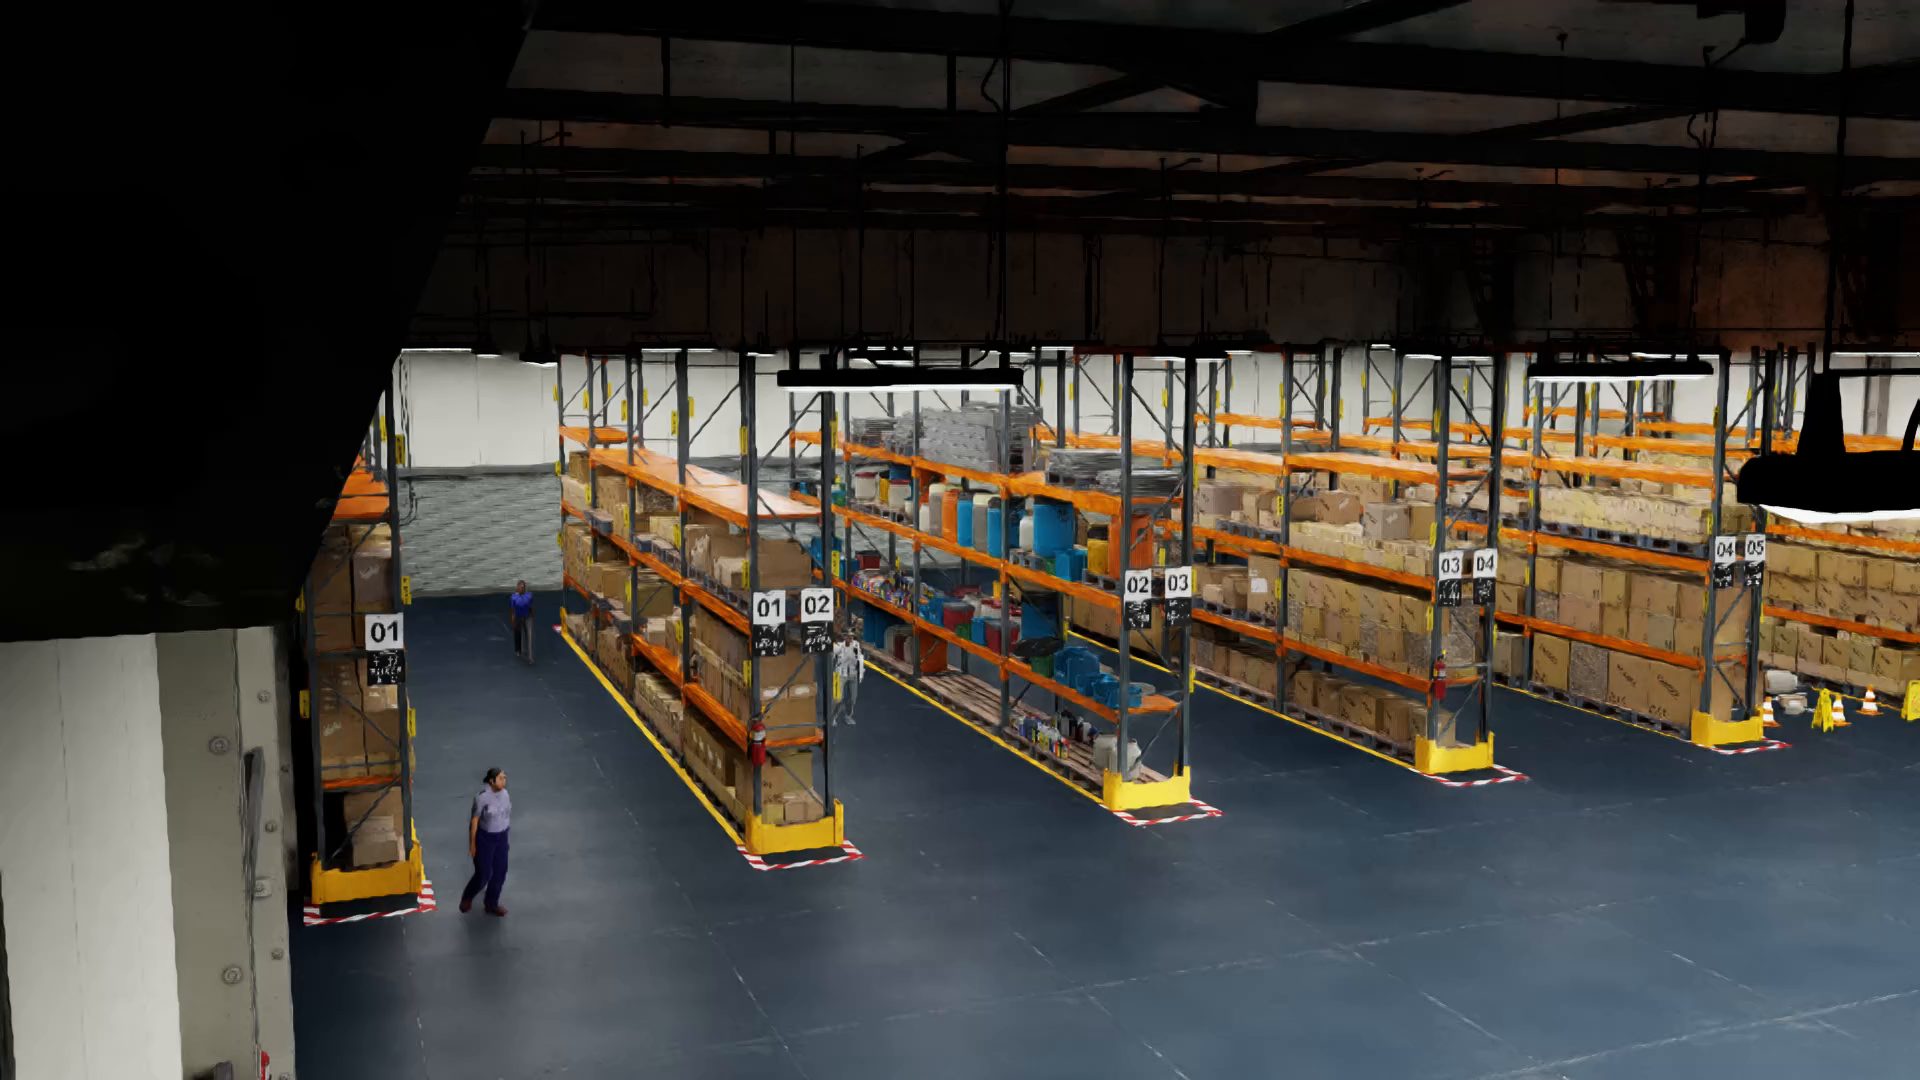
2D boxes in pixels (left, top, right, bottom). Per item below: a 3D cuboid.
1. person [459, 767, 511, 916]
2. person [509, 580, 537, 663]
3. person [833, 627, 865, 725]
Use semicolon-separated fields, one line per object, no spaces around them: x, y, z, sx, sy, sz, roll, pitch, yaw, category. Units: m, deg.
-5.140;3.249;17.996;0.536;1.638;0.554;4;8;31;person
-8.333;1.530;31.621;0.447;1.560;1.088;-2;8;-19;person
-1.831;2.164;26.575;0.639;1.628;0.506;-3;8;-22;person
